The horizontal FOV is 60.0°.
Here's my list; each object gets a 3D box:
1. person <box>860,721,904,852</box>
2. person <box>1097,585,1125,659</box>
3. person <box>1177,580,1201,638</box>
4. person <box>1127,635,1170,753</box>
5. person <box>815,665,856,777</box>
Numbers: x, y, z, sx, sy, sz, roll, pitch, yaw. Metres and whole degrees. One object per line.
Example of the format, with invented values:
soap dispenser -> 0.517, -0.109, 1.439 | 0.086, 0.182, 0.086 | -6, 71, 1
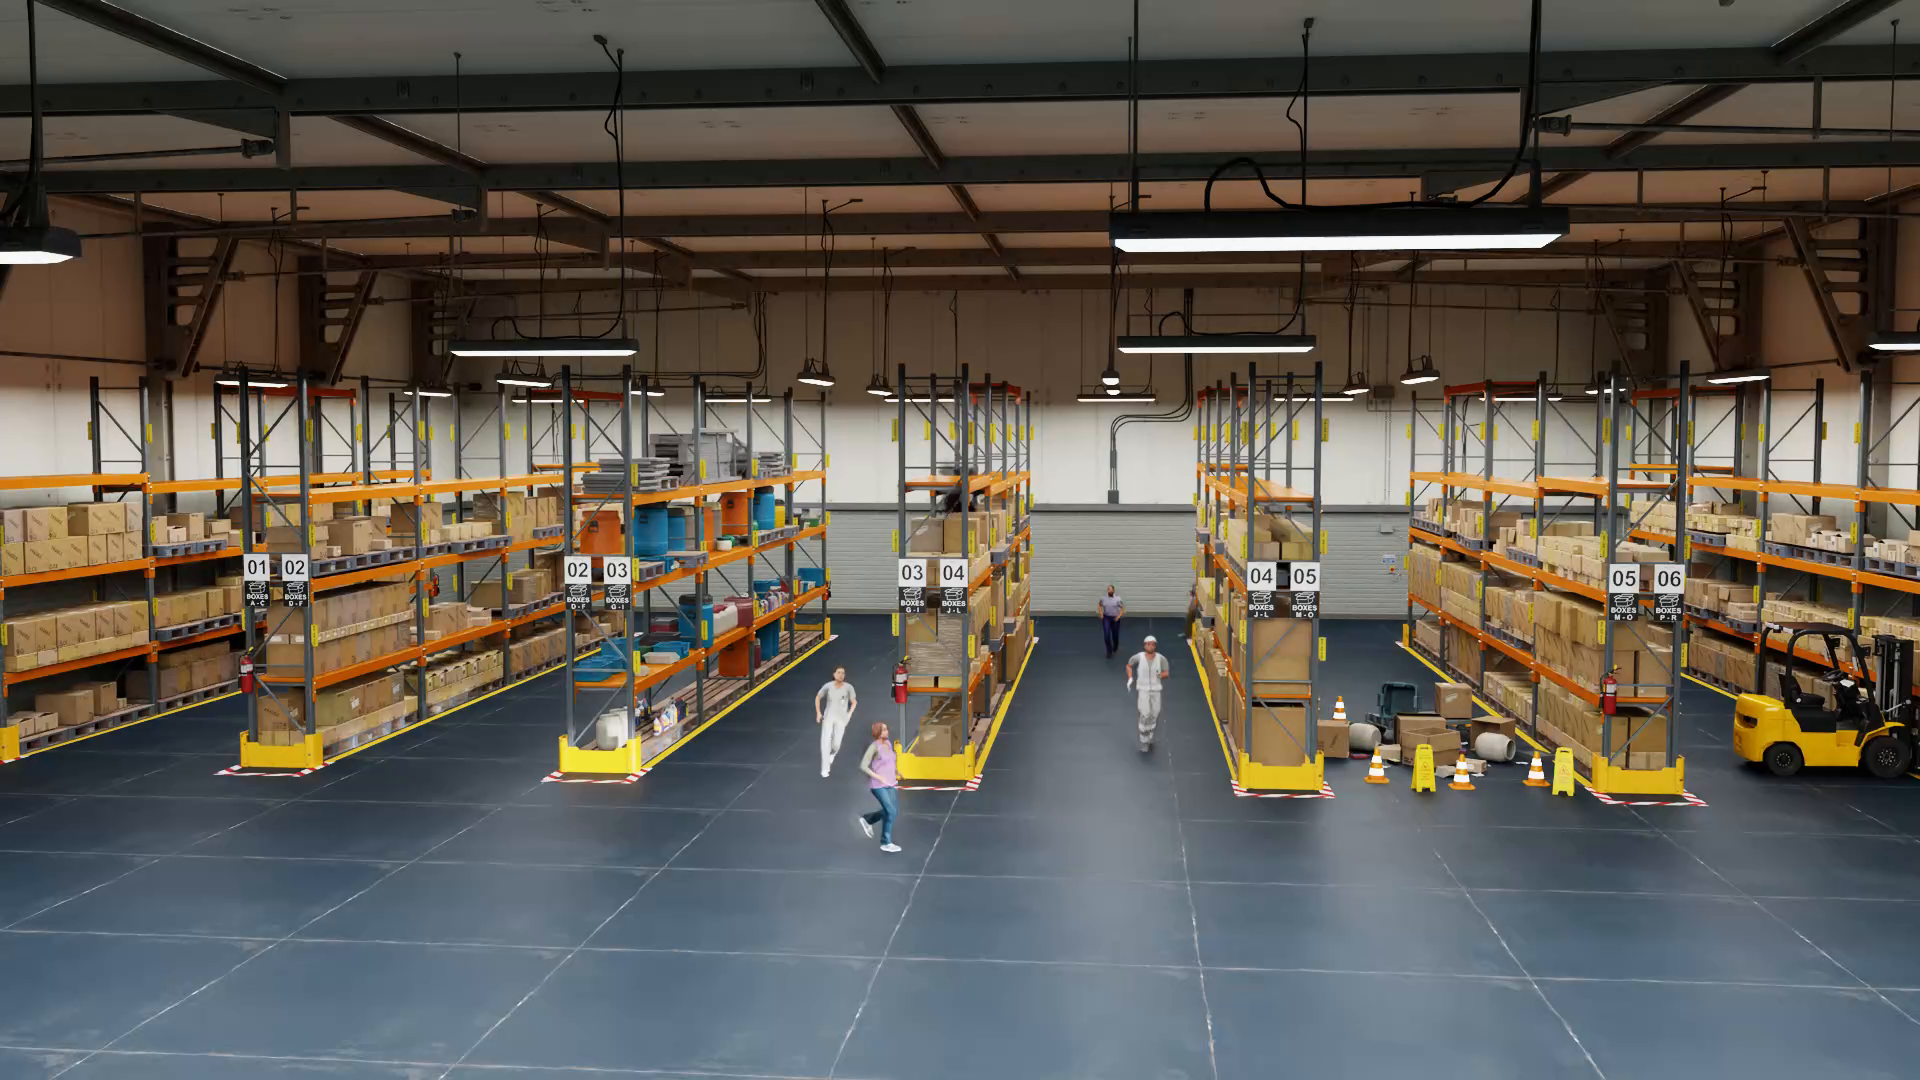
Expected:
person -> -0.979, 2.944, 19.954 | 0.622, 1.550, 0.539 | 2, 4, 32
person -> 3.383, 1.810, 37.250 | 0.618, 1.629, 0.742 | 0, 4, 8
person -> 5.777, 1.531, 40.669 | 0.970, 1.723, 0.728 | -1, 4, -9
person -> 2.978, 2.424, 26.250 | 0.650, 1.844, 0.774 | 0, 4, -6
person -> -1.828, 2.647, 24.481 | 0.610, 1.639, 0.566 | 0, 4, -2
